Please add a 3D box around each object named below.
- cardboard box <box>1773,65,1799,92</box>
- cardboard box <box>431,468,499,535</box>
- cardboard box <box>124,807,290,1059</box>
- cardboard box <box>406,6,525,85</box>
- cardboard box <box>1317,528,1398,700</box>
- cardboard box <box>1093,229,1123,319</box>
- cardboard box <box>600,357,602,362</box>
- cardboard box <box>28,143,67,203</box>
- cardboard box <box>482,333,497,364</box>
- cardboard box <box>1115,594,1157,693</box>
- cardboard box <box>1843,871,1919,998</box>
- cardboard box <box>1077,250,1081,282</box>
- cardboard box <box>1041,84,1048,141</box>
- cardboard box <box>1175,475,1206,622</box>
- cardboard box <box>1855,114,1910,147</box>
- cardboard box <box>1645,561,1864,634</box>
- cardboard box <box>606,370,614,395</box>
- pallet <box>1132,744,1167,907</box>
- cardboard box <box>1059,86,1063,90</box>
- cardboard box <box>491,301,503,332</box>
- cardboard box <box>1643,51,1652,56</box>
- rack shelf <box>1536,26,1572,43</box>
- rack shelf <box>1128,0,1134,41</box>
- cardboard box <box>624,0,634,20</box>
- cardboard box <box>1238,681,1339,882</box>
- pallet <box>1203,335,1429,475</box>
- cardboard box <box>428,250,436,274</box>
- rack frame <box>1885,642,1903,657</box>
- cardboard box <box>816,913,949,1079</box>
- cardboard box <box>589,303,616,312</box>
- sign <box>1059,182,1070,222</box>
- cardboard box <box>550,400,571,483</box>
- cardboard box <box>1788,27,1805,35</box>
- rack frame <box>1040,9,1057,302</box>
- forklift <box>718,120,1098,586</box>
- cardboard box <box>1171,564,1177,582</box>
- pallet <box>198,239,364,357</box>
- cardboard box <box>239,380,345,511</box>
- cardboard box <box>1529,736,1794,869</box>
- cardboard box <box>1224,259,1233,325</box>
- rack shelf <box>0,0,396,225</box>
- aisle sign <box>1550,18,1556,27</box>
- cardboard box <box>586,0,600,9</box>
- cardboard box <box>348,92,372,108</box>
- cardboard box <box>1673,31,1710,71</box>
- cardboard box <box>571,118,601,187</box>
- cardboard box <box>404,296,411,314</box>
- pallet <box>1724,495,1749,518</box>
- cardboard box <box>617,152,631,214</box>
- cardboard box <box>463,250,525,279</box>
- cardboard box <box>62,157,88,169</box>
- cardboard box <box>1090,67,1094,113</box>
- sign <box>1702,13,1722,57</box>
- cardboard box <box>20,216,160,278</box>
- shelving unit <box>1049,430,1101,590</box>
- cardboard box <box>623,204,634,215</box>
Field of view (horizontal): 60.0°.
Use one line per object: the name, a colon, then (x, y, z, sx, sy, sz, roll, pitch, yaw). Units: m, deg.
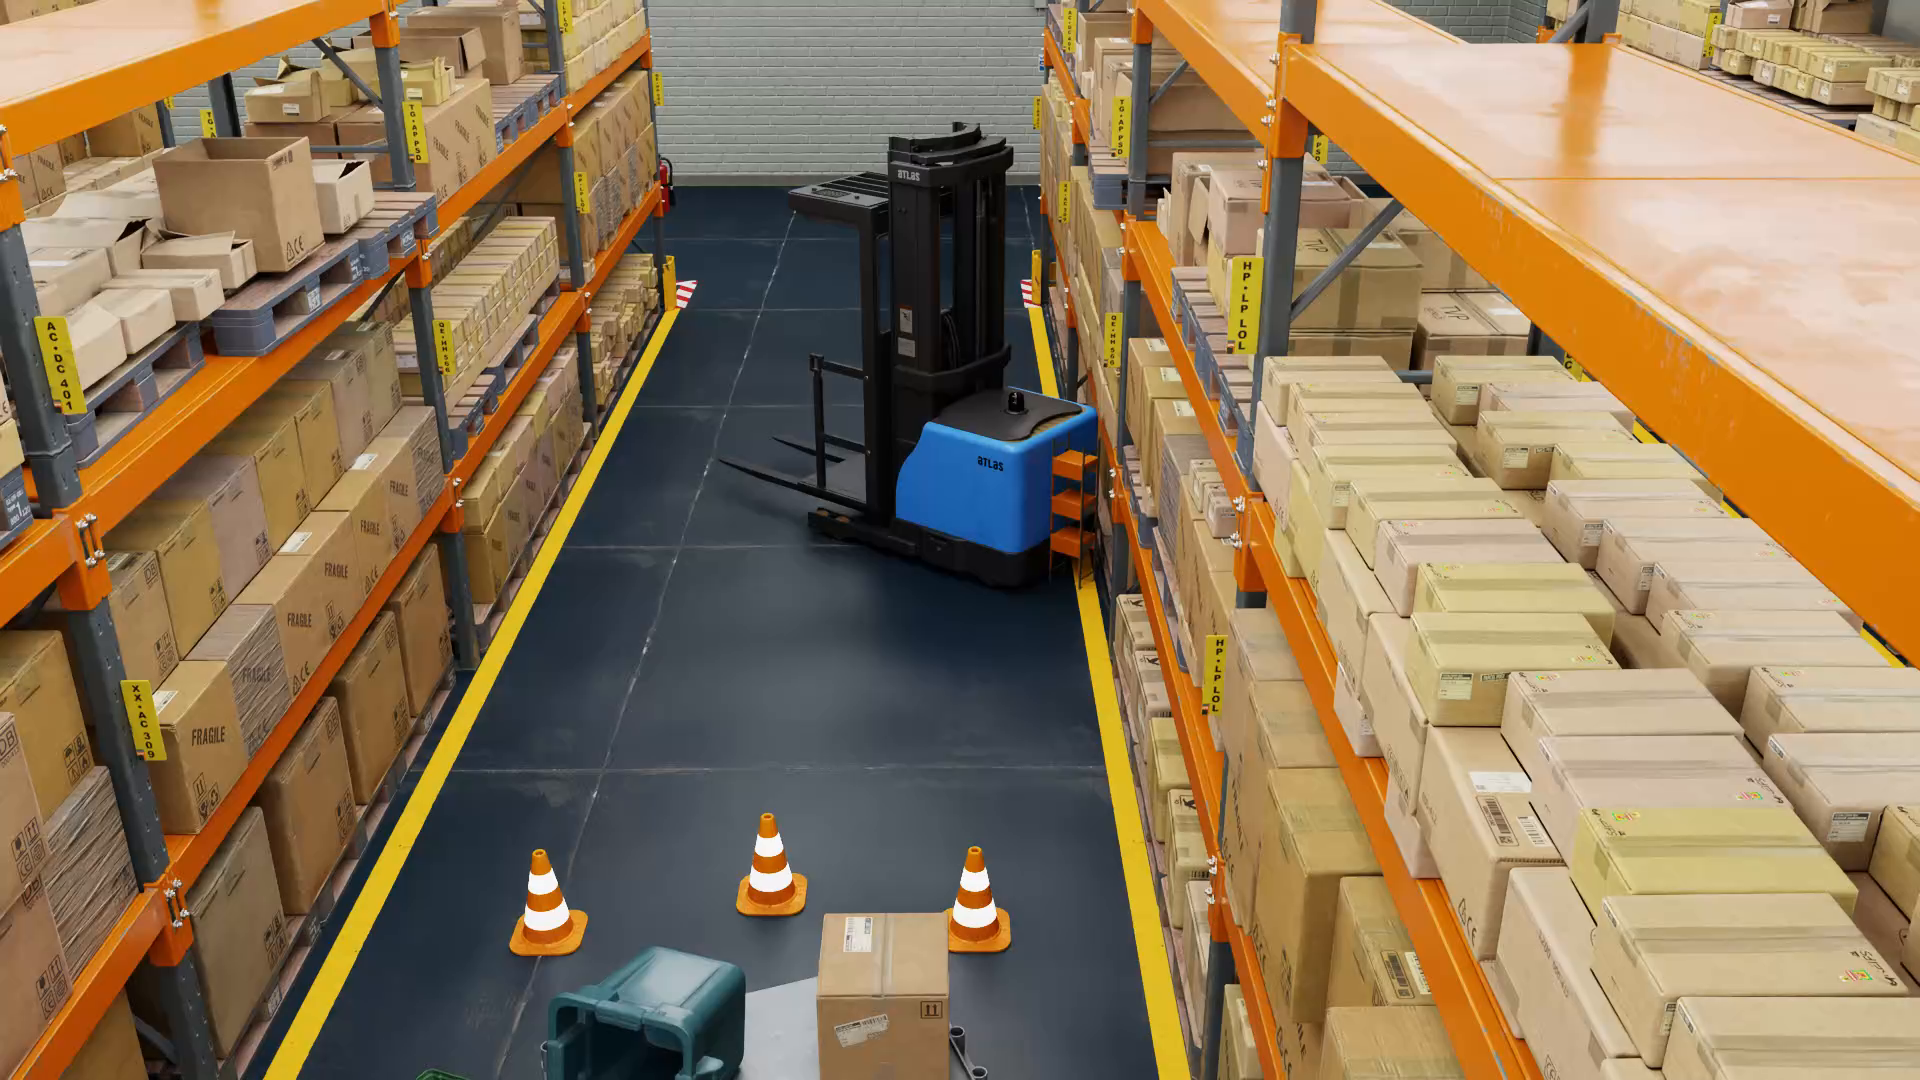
cardboard box: (5.981, -3.250, 11.713, 0.380, 0.149, 0.250, -1, 24, -1)
cardboard box: (-3.271, -0.250, 10.659, 0.500, 0.250, 0.500, -1, 24, -3)
cardboard box: (-3.559, 1.656, 7.052, 1.050, 0.750, 0.750, 0, 24, -1)
cardboard box: (-3.655, -3.666, 12.327, 0.700, 0.500, 0.500, 0, 24, 0)
cardboard box: (1.225, 0.182, 4.273, 0.500, 0.250, 0.500, 0, 24, 0)
cardboard box: (1.163, -1.763, 11.058, 0.500, 0.500, 0.500, 0, 24, -1)
cardboard box: (-3.365, -1.601, 14.623, 0.380, 0.149, 0.250, 0, 24, -1)
cardboard box: (-8.268, -3.263, 14.618, 0.500, 0.500, 0.500, -1, 24, -2)
cardboard box: (-3.325, -1.275, 11.108, 0.380, 0.149, 0.250, 1, 24, 1)
cardboard box: (1.439, 0.605, 9.836, 0.950, 0.372, 0.625, -2, 24, -4)
cardboard box: (1.795, 0.812, 2.878, 0.500, 0.250, 0.500, -1, 24, -1)
cardboard box: (1.156, -2.045, 12.590, 0.500, 0.250, 0.500, 0, 24, 0)
cardboard box: (1.076, -4.233, 16.518, 0.500, 0.500, 0.500, -1, 24, -2)
cardboard box: (1.246, 0.035, 7.424, 0.500, 0.500, 0.500, 1, 24, 1)
cardboard box: (6.146, -2.580, 10.740, 0.500, 0.250, 0.500, 0, 24, -1)
cardboard box: (1.820, 0.166, 3.822, 0.380, 0.149, 0.250, 0, 24, 0)
cardboard box: (-3.235, -1.372, 14.477, 0.380, 0.149, 0.250, 0, 24, 1)
pallet: (1.460, 1.460, 8.650, 1.003, 0.211, 1.213, 0, 24, -1)
cardboard box: (1.121, -4.148, 15.544, 0.380, 0.149, 0.250, 0, 24, 0)
cardboard box: (-3.326, -1.514, 11.274, 0.380, 0.149, 0.250, 0, 24, -1)
cardboard box: (6.098, -4.129, 14.287, 0.380, 0.149, 0.250, 1, 24, 1)
rack shelf: (6.341, -4.169, 14.945, 1.077, 0.370, 4.000, 0, 24, -1)
rack shelf: (1.421, -3.682, 10.712, 1.077, 0.370, 4.000, 0, 24, -1)
cardboard box: (-3.327, -4.994, 15.470, 0.500, 0.250, 0.500, -1, 24, -2)
cardboard box: (1.258, 0.770, 5.095, 0.700, 0.500, 0.500, 0, 24, 0)
pallet: (1.586, -0.522, 6.236, 1.213, 0.211, 1.003, 0, 24, -1)
cardboard box: (-3.992, -1.973, 11.930, 0.380, 0.149, 0.250, 0, 24, -1)
rack frame: (6.406, -0.658, 9.949, 1.000, 3.000, 0.127, 0, 24, -1)
cardboard box: (-0.293, 1.828, 6.565, 0.500, 0.500, 0.500, 0, 24, -1)
cardboard box: (-3.374, -2.067, 15.292, 0.380, 0.149, 0.250, -1, 24, -3)
sign: (0.844, -2.710, 13.339, 0.100, 0.325, 0.005, 0, 24, -1)
cardboard box: (-3.284, -0.756, 12.688, 0.500, 0.500, 0.500, -1, 24, -2)
cardboard box: (6.482, -3.808, 12.586, 0.380, 0.149, 0.250, -1, 24, -1)
rack frame: (1.355, -3.931, 17.185, 1.000, 3.000, 0.127, 0, 24, -1)
forklift: (-0.496, -1.494, 11.881, 3.031, 2.935, 1.130, 18, 30, 34)
cardboard box: (1.229, 0.090, 8.090, 0.380, 0.149, 0.250, 1, 24, 1)
pallet: (-3.431, -1.125, 7.570, 1.003, 0.211, 1.213, 1, 24, 2)
cardboard box: (-3.496, -0.467, 8.191, 0.700, 0.500, 0.500, -1, 24, -1)
cardboard box: (1.299, 0.491, 3.104, 0.380, 0.149, 0.250, 0, 24, -1)
cardboard box: (1.335, -0.924, 6.569, 0.500, 0.250, 0.500, 0, 24, 0)
rack shelf: (-3.484, -1.970, 6.927, 1.077, 0.370, 4.000, 0, 24, -1)
aisle sign: (6.024, -5.166, 16.761, 0.394, 0.787, 0.004, 0, 24, -1)
cardboard box: (-3.277, -4.589, 14.092, 0.380, 0.149, 0.250, 1, 24, 2)
cardboard box: (-3.785, -2.423, 10.089, 0.500, 0.500, 0.500, 0, 24, -1)
cardboard box: (6.107, -3.938, 13.382, 0.500, 0.250, 0.500, 0, 24, 0)
cardboard box: (-3.332, -3.256, 13.997, 0.500, 0.500, 0.500, -1, 24, -2)
cardboard box: (-3.986, -1.622, 11.514, 0.380, 0.149, 0.250, -1, 24, -2)
pallet: (6.425, -0.197, 12.313, 1.003, 0.211, 1.213, 0, 24, -1)
cardboard box: (-3.320, -3.237, 15.169, 0.500, 0.500, 0.500, 1, 24, 2)
cardboard box: (-3.343, -1.975, 11.934, 0.380, 0.149, 0.250, -1, 24, -2)
cardboard box: (-8.806, -3.540, 16.142, 0.500, 0.250, 0.500, -1, 24, -1)
cardboard box: (1.069, -3.025, 11.195, 0.396, 0.266, 0.258, 2, 24, 4)
sign: (5.820, -3.903, 12.856, 0.100, 0.325, 0.005, 0, 24, -1)
cardboard box: (-3.701, -1.206, 6.998, 0.500, 0.311, 0.500, -1, 24, -2)
shelving unit: (0.778, -0.200, 11.302, 0.252, 1.050, 0.215, 18, 30, 34)
cardboard box: (-3.325, -3.200, 15.873, 0.380, 0.149, 0.250, -1, 24, -3)
